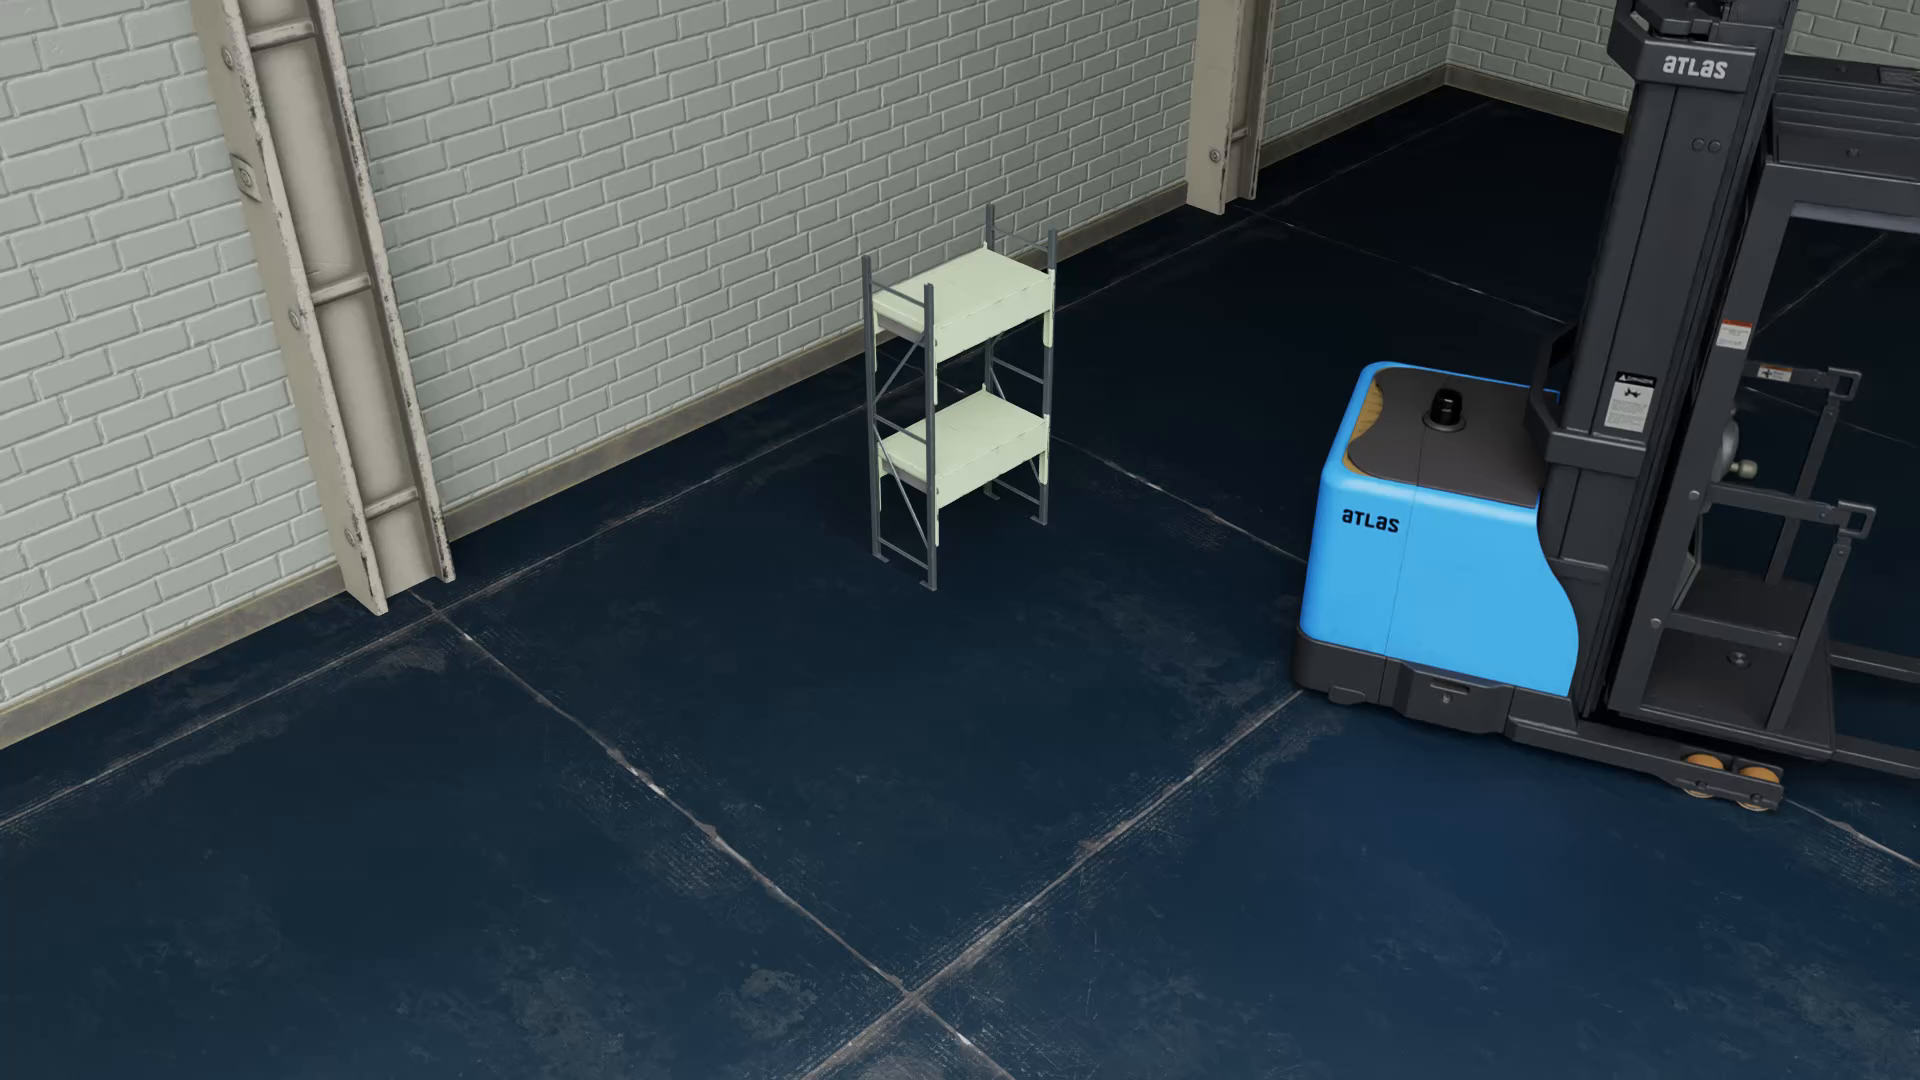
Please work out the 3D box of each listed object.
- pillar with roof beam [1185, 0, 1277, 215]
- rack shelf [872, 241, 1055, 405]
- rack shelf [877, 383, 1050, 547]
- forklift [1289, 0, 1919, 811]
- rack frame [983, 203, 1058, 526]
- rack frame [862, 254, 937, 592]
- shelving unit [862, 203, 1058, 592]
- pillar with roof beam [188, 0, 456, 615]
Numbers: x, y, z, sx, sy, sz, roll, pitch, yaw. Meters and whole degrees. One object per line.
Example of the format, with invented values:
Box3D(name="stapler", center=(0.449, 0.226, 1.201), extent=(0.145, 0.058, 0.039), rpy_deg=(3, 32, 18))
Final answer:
Box3D(name="pillar with roof beam", center=(4.765, -4.201, 5.907), extent=(9.100, 9.000, 0.400), rpy_deg=(30, 45, 35))
Box3D(name="rack shelf", center=(0.005, -0.938, 7.102), extent=(0.431, 0.370, 0.720), rpy_deg=(30, 45, 35))
Box3D(name="rack shelf", center=(0.005, -0.350, 7.511), extent=(0.431, 0.370, 0.720), rpy_deg=(30, 45, 35))
Box3D(name="forklift", center=(2.925, -0.525, 5.940), extent=(3.031, 2.935, 1.130), rpy_deg=(13, 37, 17))
Box3D(name="rack frame", center=(0.263, -0.766, 7.538), extent=(0.400, 1.500, 0.023), rpy_deg=(30, 45, 35))
Box3D(name="rack frame", center=(-0.253, -0.469, 7.112), extent=(0.400, 1.500, 0.023), rpy_deg=(30, 45, 35))
Box3D(name="shelving unit", center=(0.005, -0.618, 7.325), extent=(0.431, 1.500, 0.755), rpy_deg=(30, 45, 35))
Box3D(name="pillar with roof beam", center=(0.538, -1.765, 2.415), extent=(9.100, 9.000, 0.400), rpy_deg=(30, 45, 35))
